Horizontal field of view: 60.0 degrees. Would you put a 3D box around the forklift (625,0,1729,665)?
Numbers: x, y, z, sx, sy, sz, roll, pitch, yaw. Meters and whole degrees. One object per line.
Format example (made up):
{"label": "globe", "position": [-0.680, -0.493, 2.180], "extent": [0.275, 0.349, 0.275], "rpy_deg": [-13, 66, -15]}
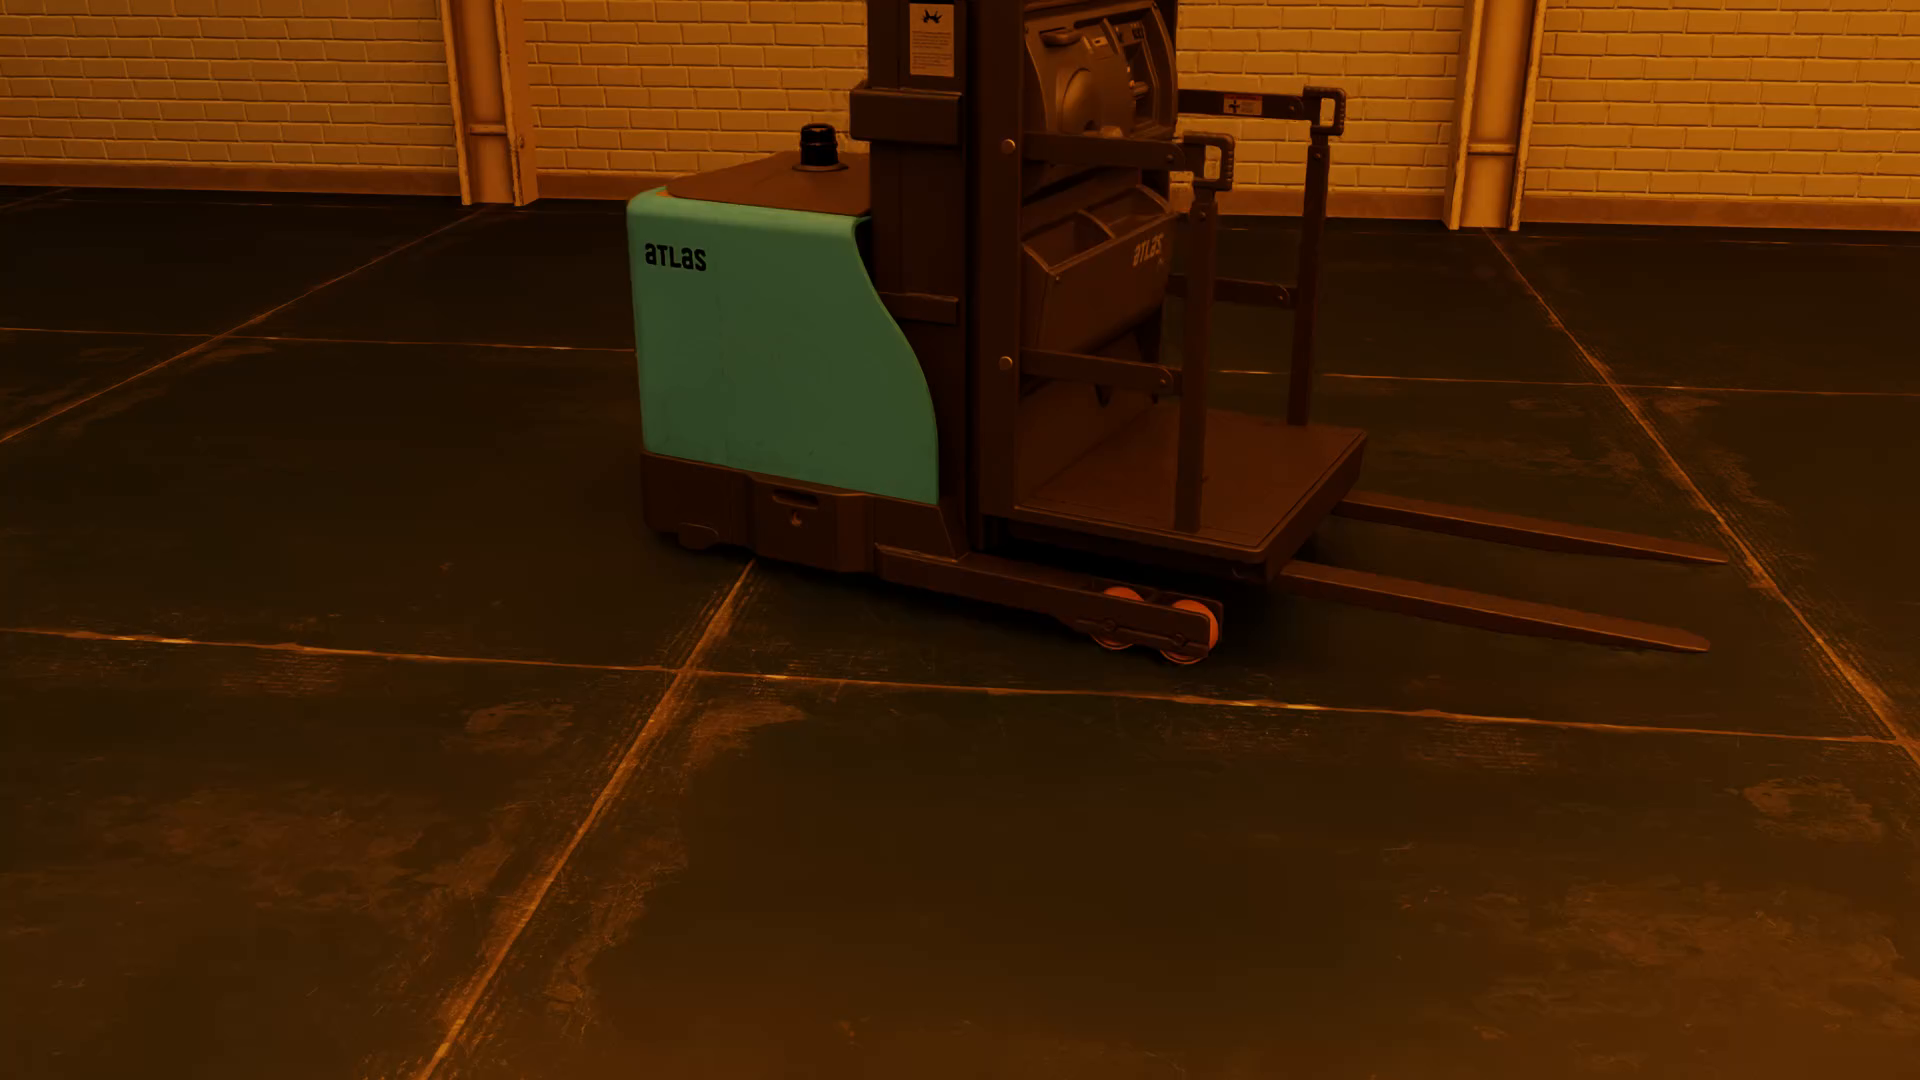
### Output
{"label": "forklift", "position": [0.571, -1.259, 4.380], "extent": [3.031, 2.935, 1.130], "rpy_deg": [11, 24, 25]}
